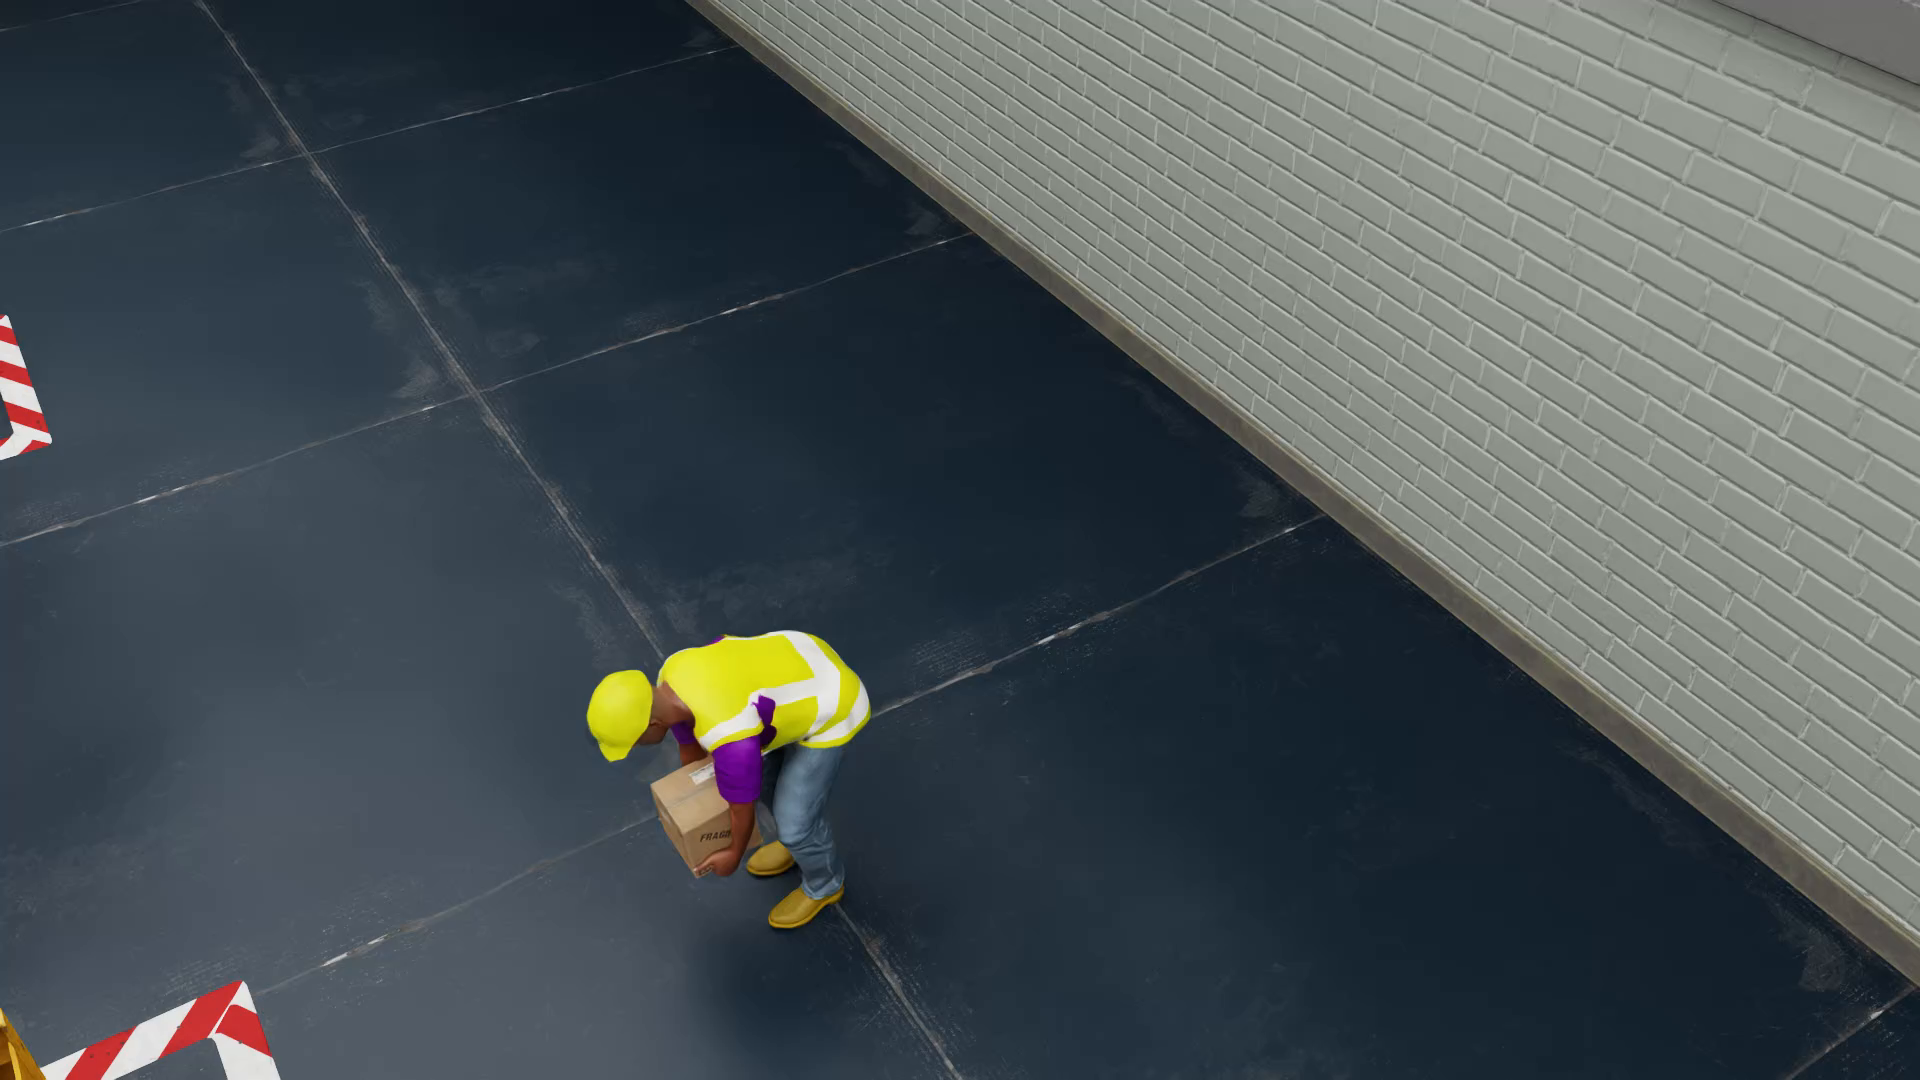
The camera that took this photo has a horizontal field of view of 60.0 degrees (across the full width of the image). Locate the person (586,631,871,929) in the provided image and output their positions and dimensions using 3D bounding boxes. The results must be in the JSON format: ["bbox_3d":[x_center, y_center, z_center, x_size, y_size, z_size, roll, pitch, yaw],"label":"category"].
[{"bbox_3d":[-0.728,0.806,5.510,0.918,1.355,0.474,-24,46,-25],"label":"person"}]
